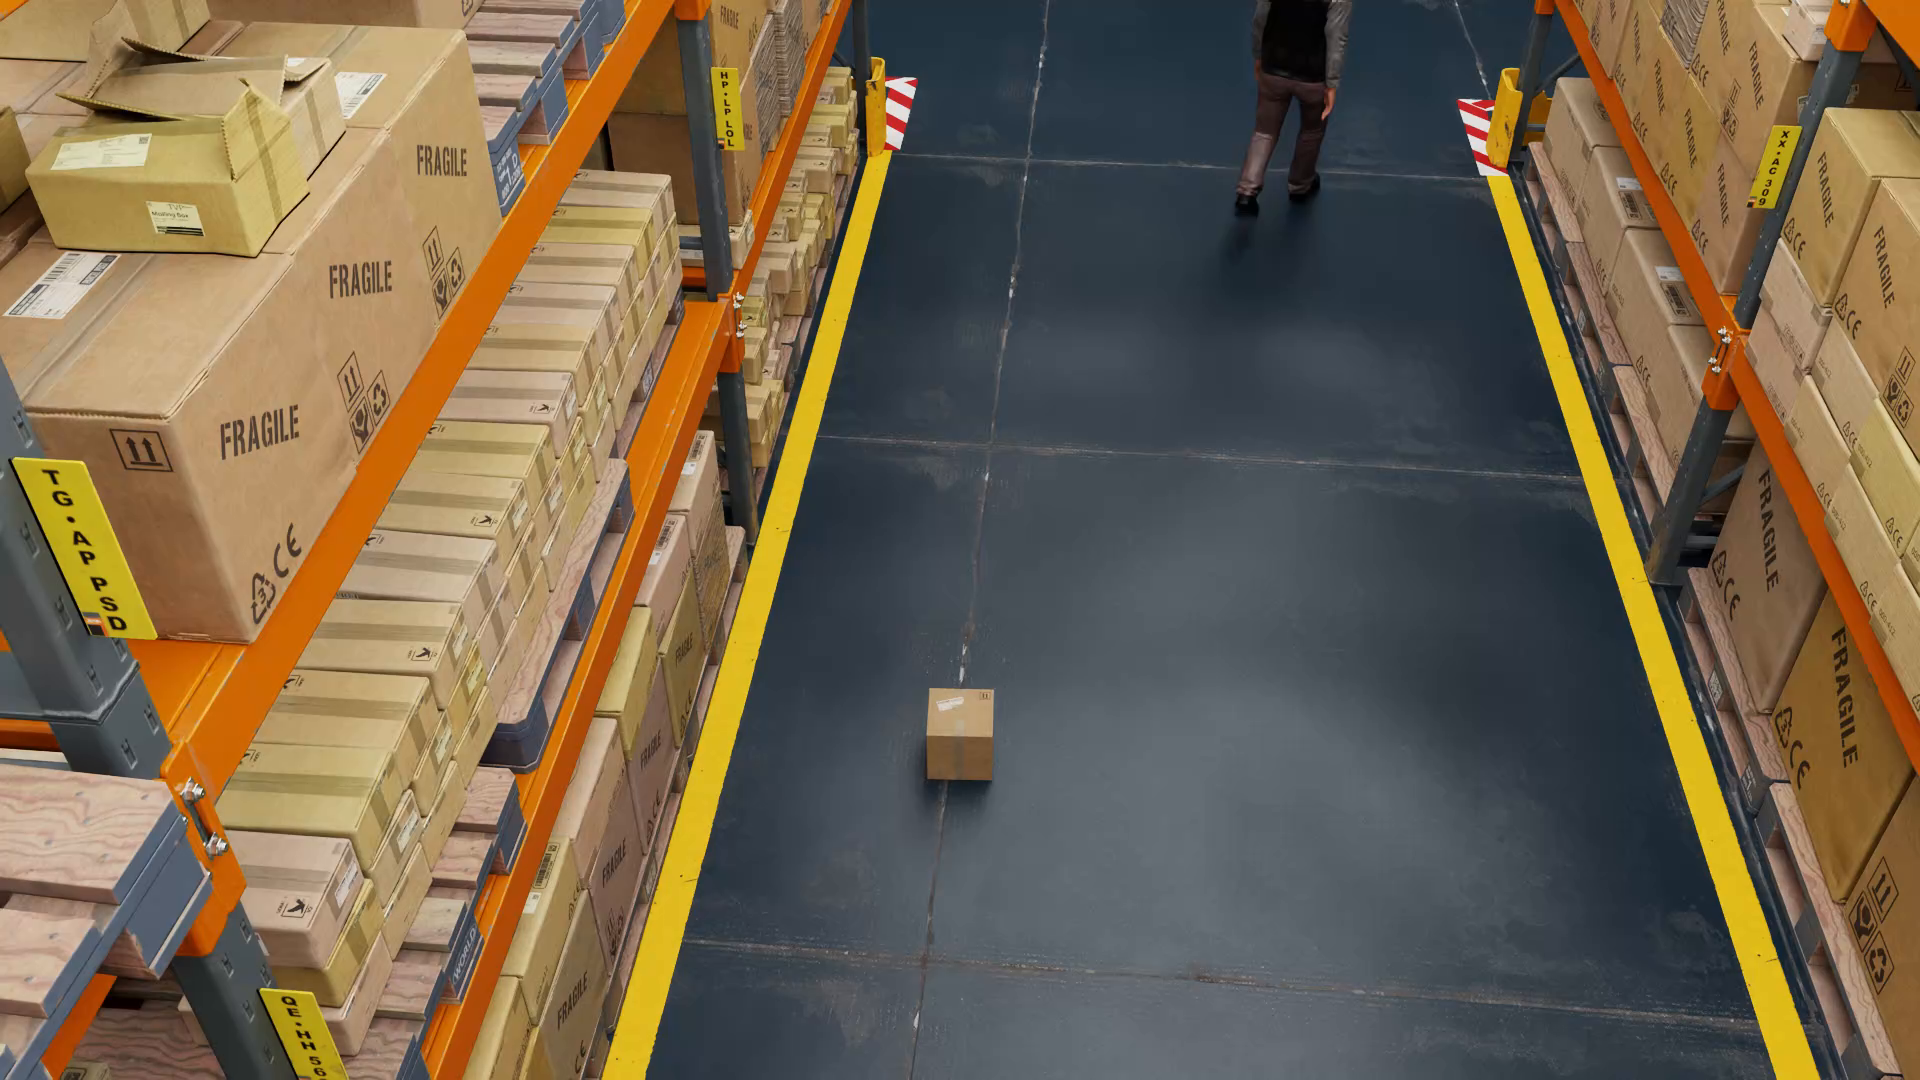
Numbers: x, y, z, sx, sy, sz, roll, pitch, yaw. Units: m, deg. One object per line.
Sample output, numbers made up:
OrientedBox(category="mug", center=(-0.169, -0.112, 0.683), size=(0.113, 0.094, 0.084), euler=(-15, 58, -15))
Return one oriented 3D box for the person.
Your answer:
OrientedBox(category="person", center=(1.874, -2.602, 9.296), size=(0.557, 1.694, 0.869), euler=(19, 43, 21))
